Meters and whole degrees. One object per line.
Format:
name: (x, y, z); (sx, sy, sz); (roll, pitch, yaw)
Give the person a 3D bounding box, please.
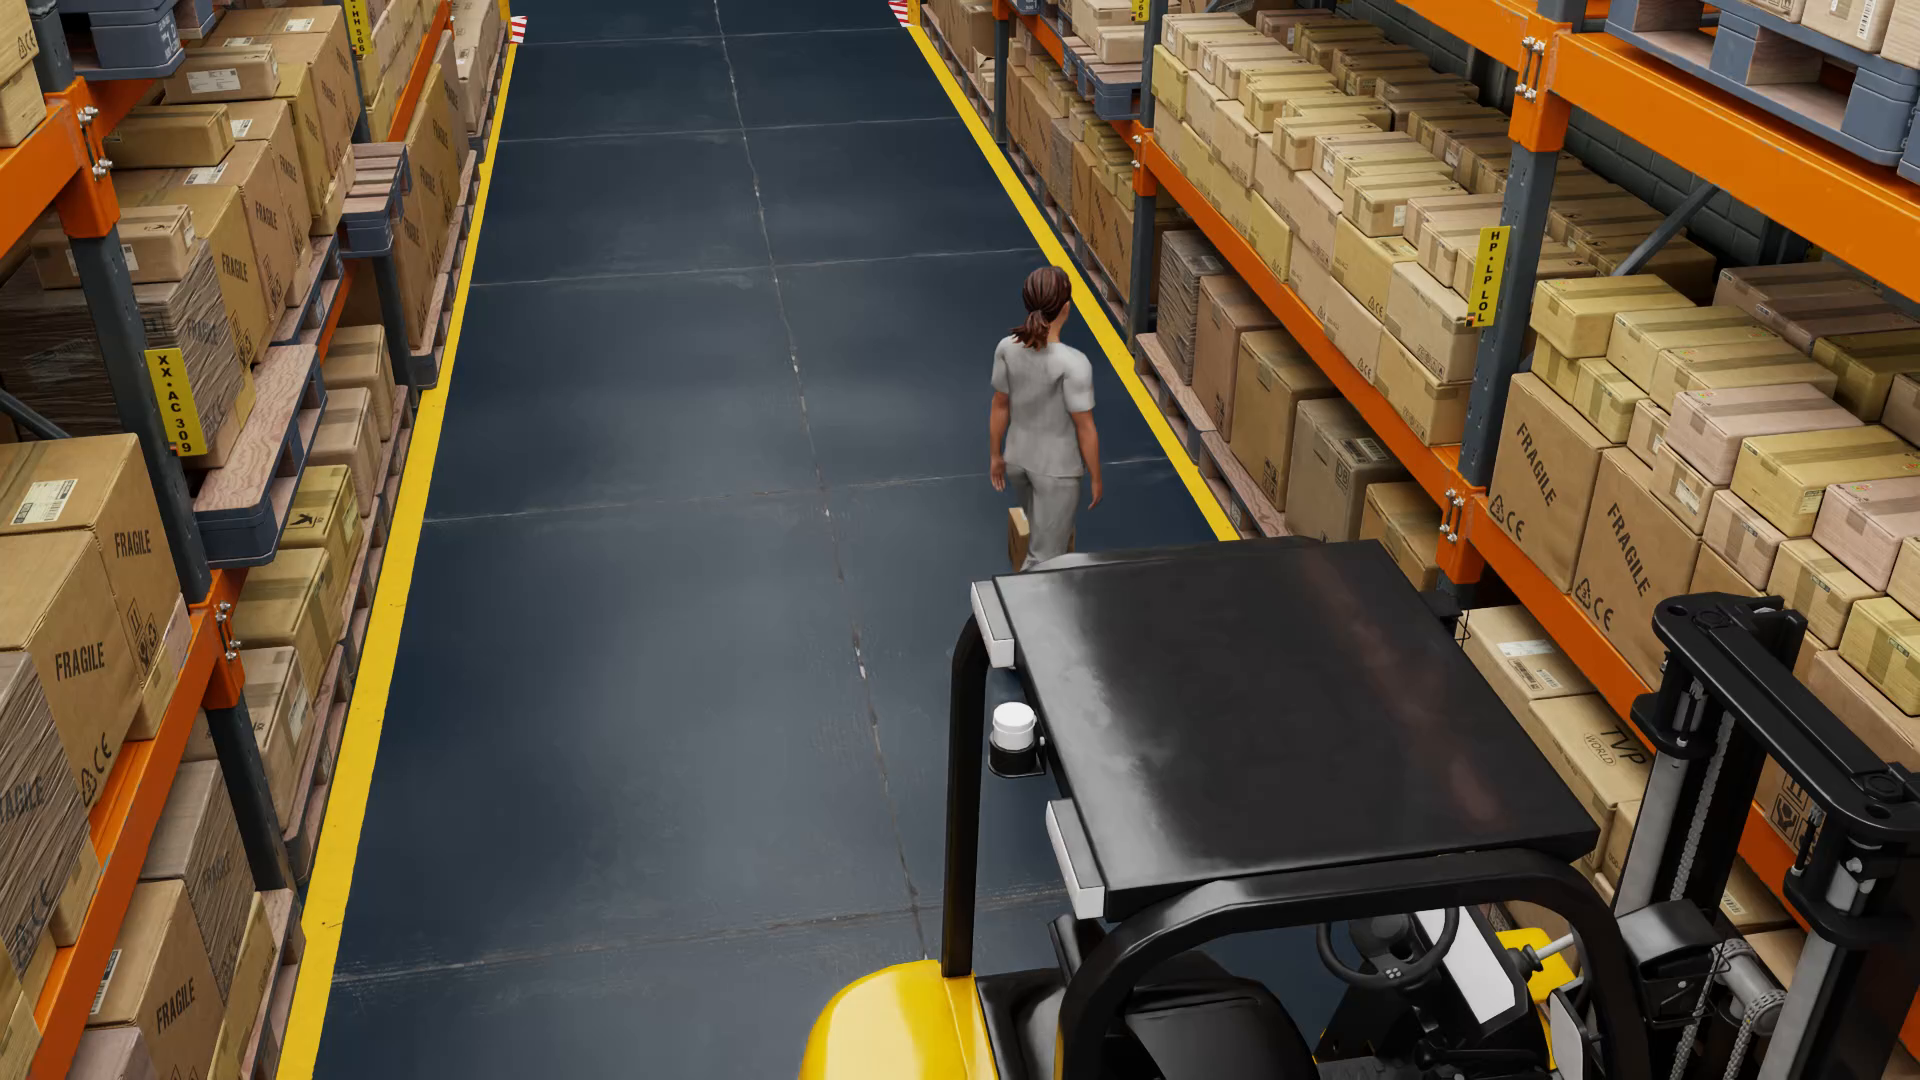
person: (0.398, -0.310, 6.636); (0.465, 1.666, 0.659); (27, 40, 37)
